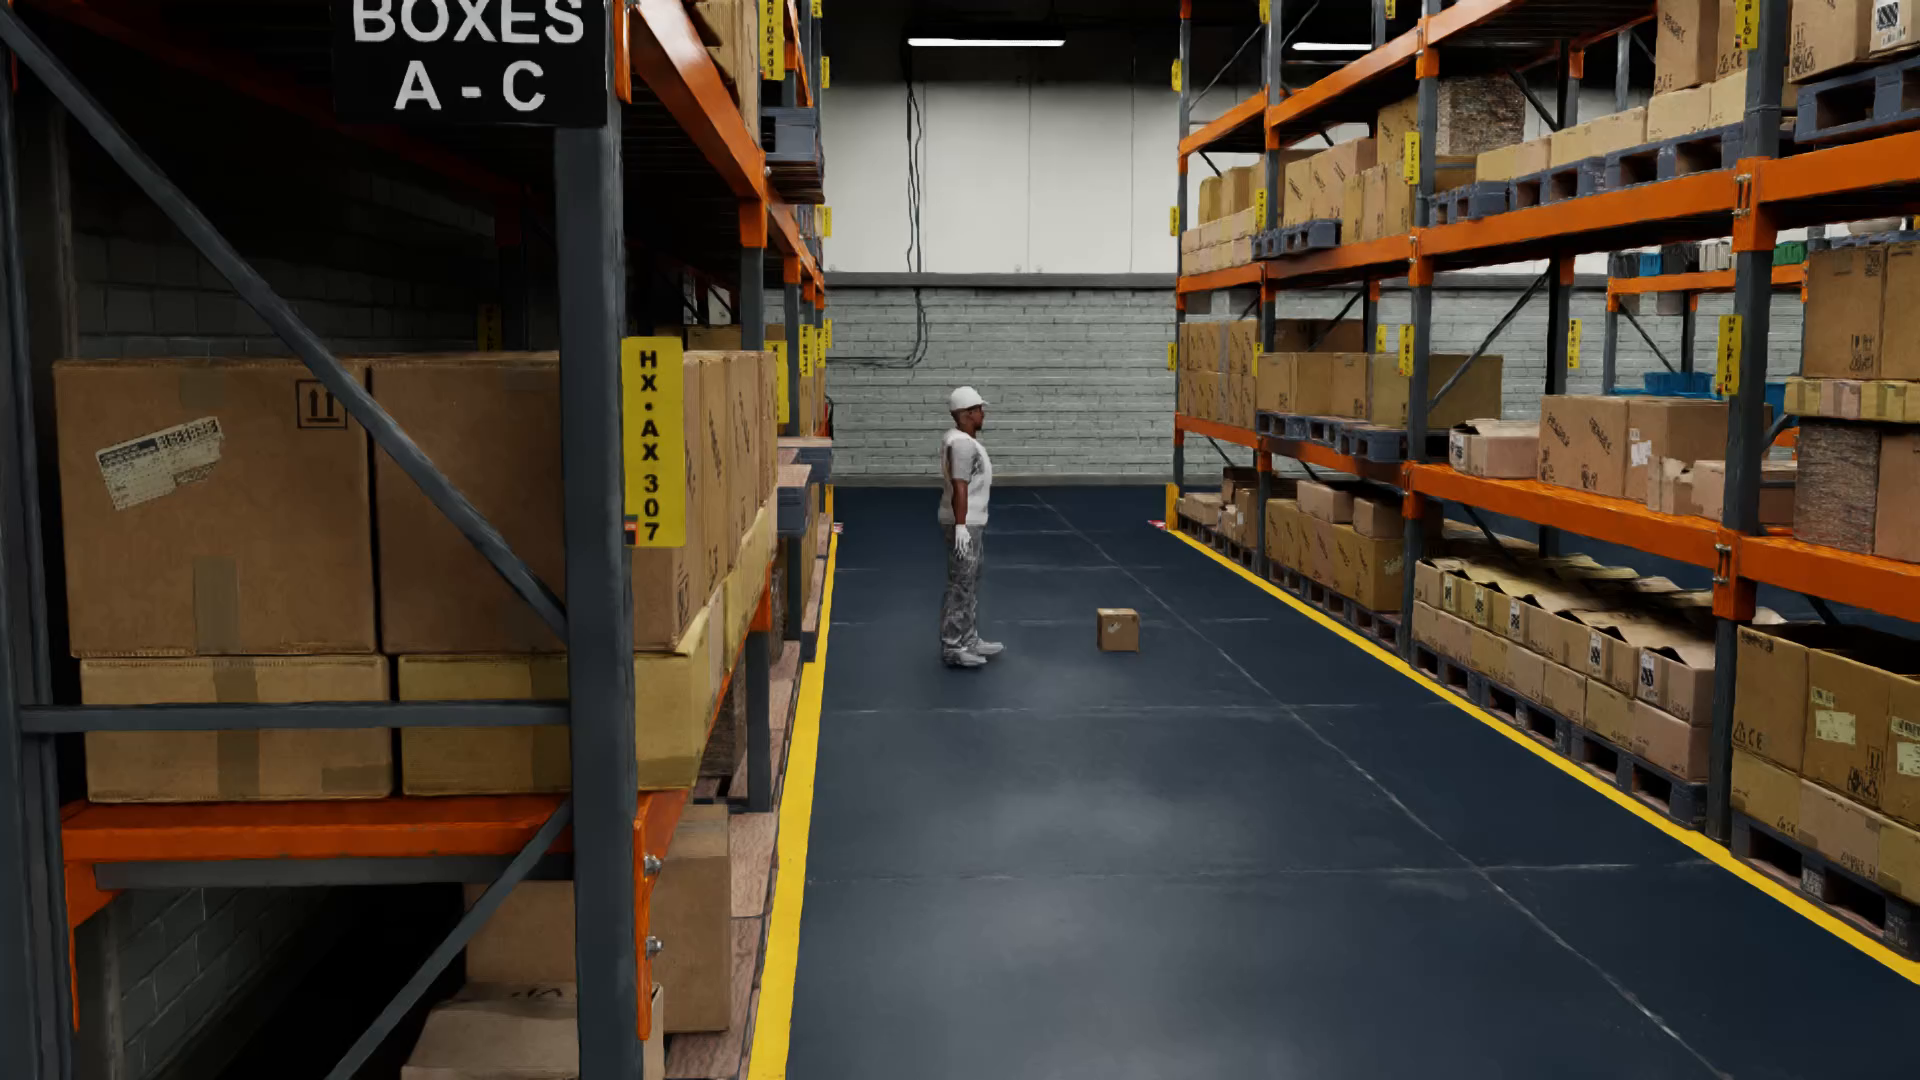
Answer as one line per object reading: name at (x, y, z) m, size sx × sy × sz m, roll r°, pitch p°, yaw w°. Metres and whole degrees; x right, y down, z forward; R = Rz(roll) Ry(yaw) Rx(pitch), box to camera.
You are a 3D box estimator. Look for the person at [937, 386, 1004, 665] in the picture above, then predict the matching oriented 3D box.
person at (0.077, -0.094, 10.764) m, size 0.452 × 1.791 × 0.671 m, roll 0°, pitch 7°, yaw -2°
